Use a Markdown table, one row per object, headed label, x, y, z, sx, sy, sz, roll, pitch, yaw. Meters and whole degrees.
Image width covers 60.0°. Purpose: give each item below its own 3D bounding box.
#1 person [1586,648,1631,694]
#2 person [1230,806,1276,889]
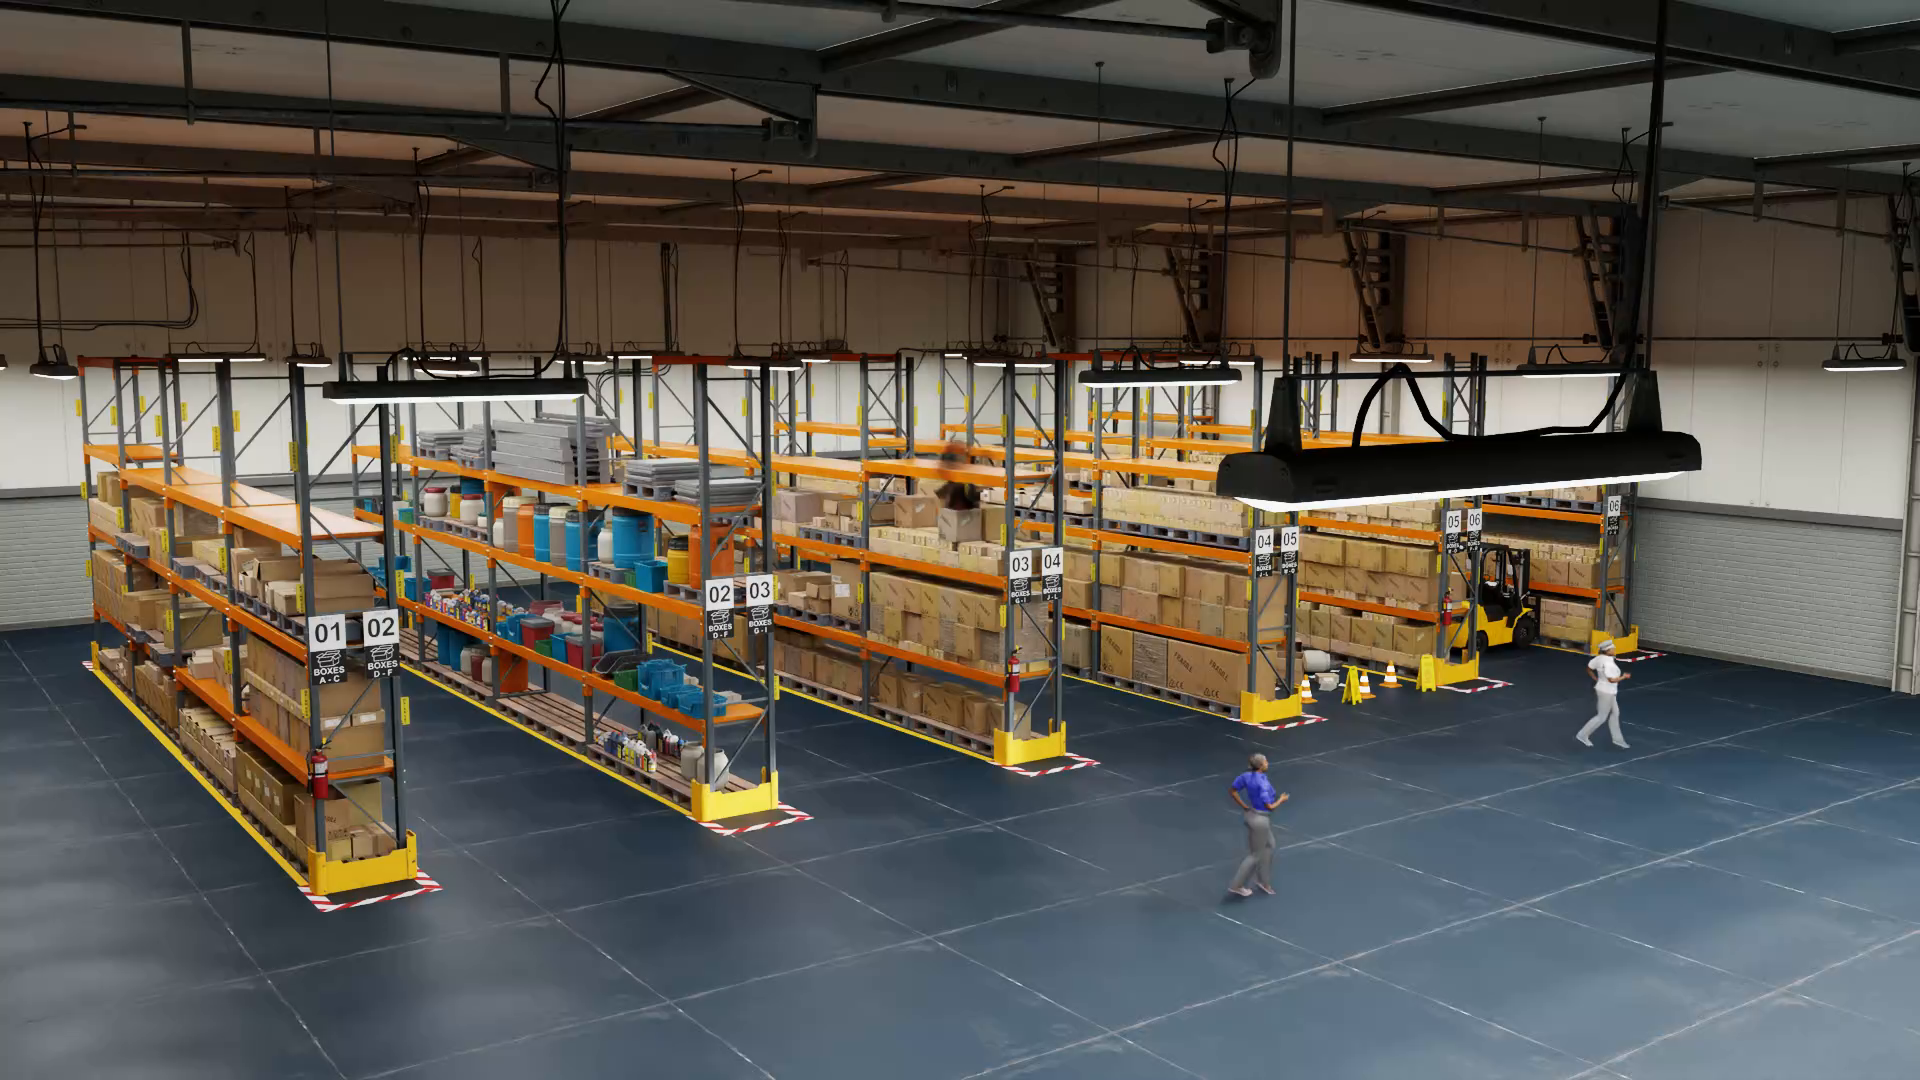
| label | x | y | z | sx | sy | sz | roll | pitch | yaw |
| --- | --- | --- | --- | --- | --- | --- | --- | --- | --- |
| person | 9.976 | 1.953 | 25.518 | 0.601 | 0.797 | 0.570 | 1 | 7 | 9 |
| person | 3.416 | 3.471 | 18.831 | 0.444 | 0.914 | 0.371 | -2 | 7 | -13 |
